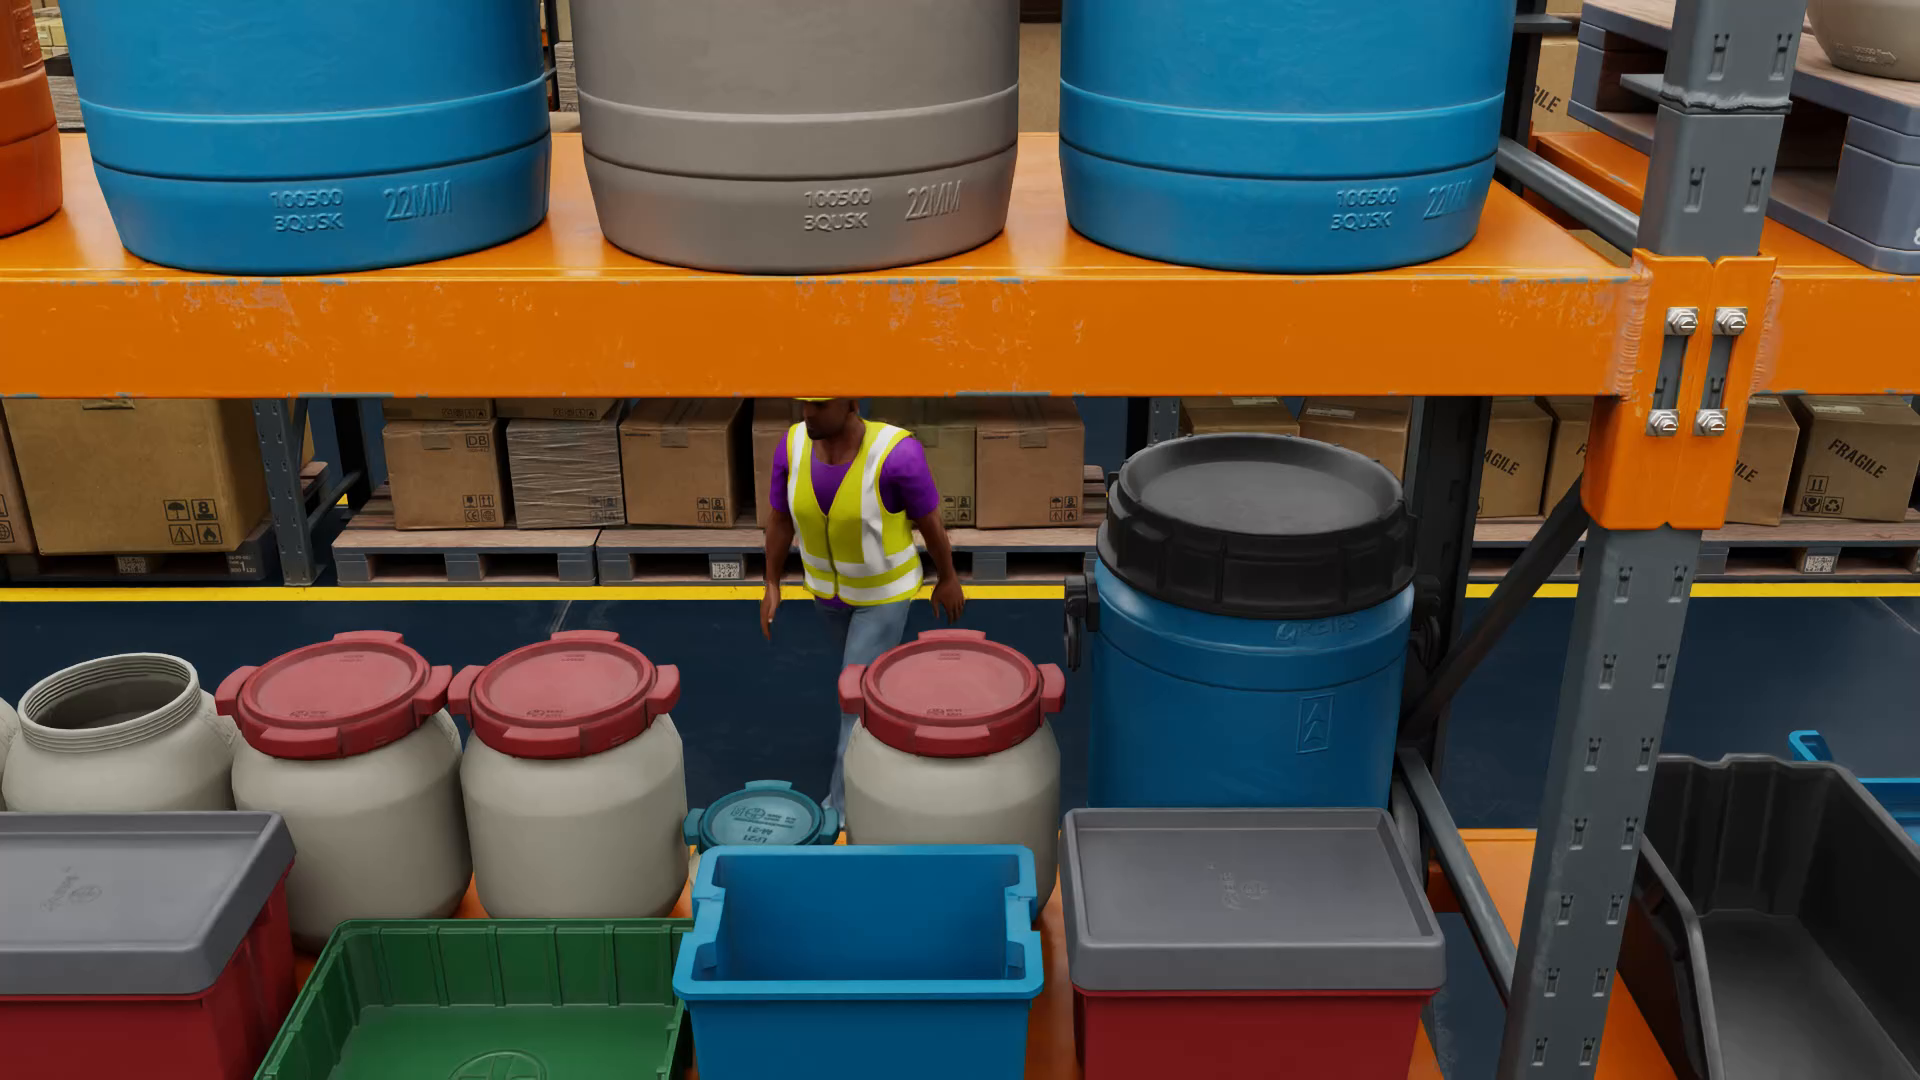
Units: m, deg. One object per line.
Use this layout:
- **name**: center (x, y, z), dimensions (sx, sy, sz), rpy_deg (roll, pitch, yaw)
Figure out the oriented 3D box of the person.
- **person**: center (-0.383, 0.166, 5.665), dimensions (0.609, 1.703, 0.984), rpy_deg (14, 28, 29)
